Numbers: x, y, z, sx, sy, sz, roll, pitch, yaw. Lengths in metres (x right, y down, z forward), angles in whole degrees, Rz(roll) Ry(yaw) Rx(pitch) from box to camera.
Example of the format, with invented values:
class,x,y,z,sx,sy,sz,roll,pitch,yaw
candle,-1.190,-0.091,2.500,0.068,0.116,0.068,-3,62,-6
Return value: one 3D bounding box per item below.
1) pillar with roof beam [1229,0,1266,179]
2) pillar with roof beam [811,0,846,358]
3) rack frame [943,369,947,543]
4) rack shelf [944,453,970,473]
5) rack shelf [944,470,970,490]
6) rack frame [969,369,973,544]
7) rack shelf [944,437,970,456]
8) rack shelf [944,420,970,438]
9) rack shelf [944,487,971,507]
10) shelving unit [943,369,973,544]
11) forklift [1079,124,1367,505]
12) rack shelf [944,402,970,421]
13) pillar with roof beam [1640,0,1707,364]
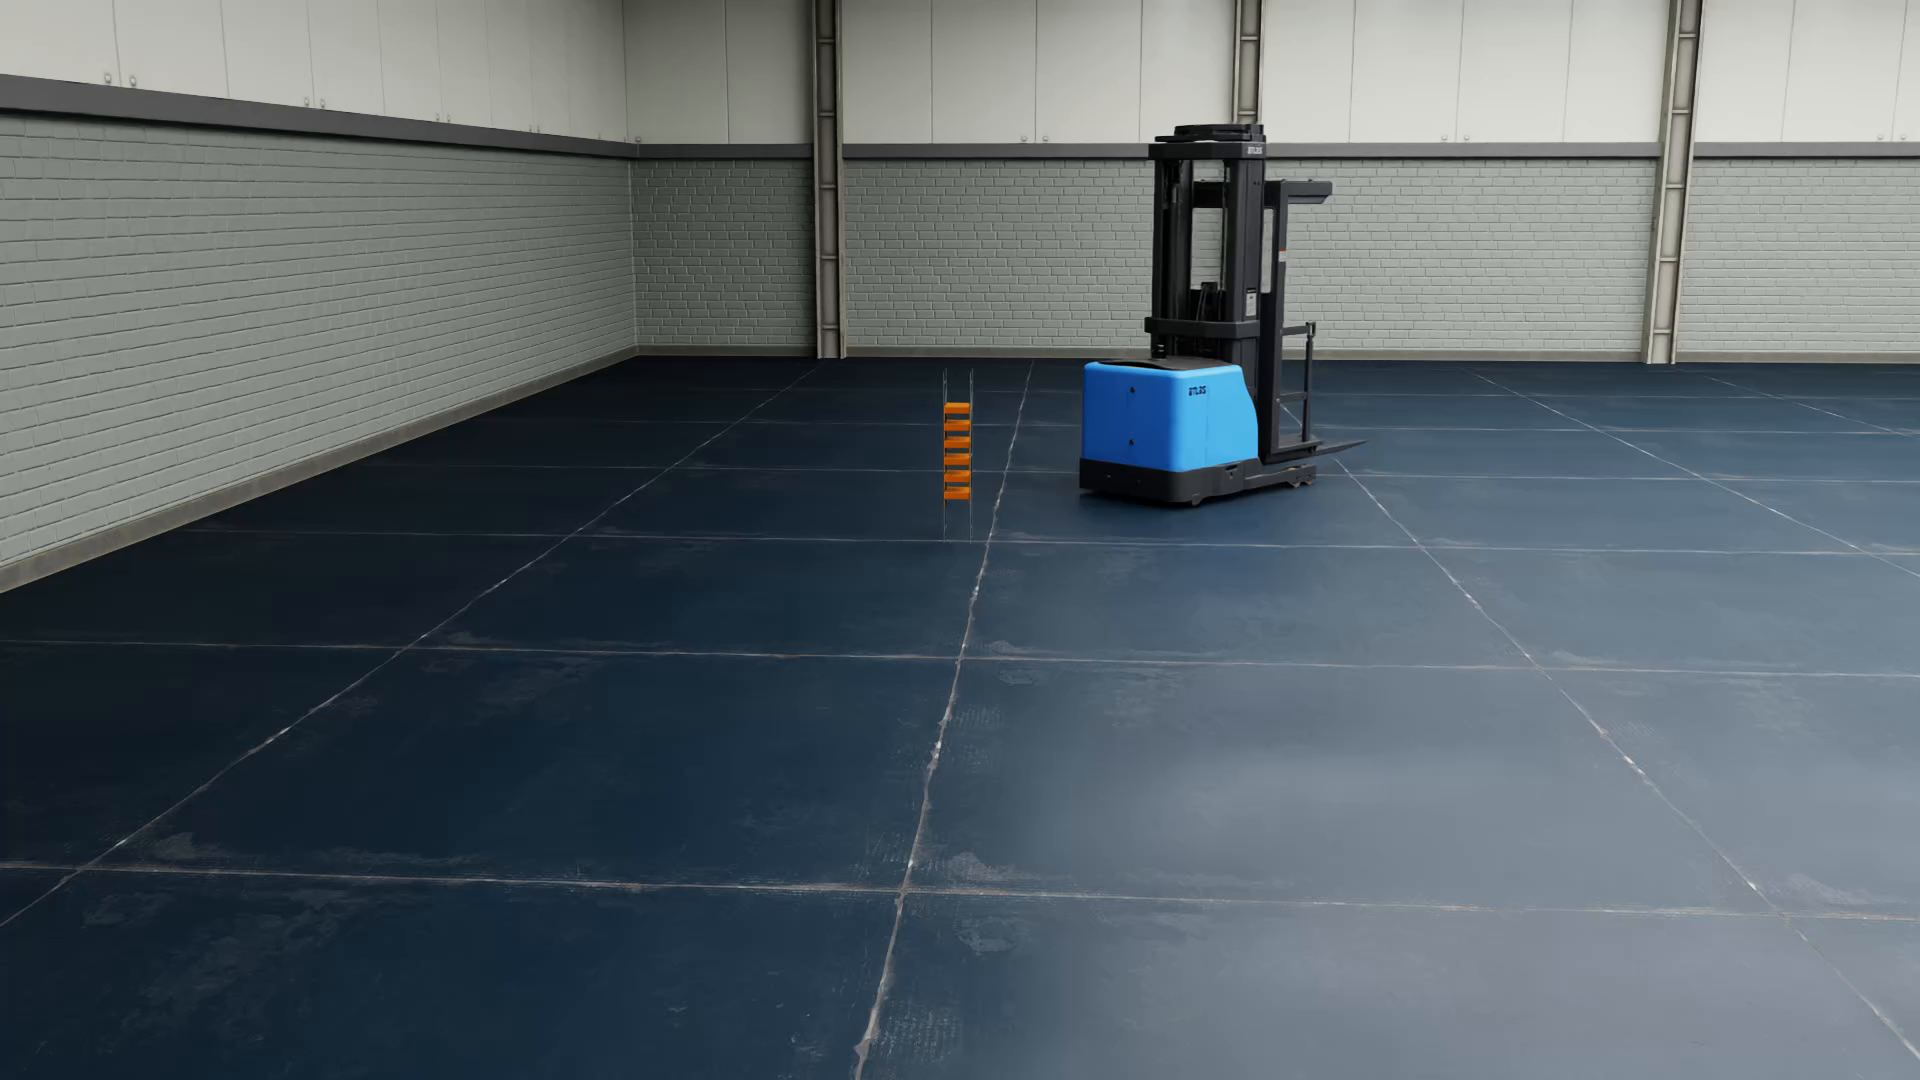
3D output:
class,x,y,z,sx,sy,sz,roll,pitch,yaw
pillar with roof beam,3.791,-6.166,19.267,0.400,9.000,9.100,1,12,4
pillar with roof beam,-2.196,-6.248,19.659,0.400,9.000,9.100,1,12,4
rack frame,-0.106,-0.589,11.652,0.006,1.200,0.240,1,12,4
rack shelf,-0.014,-0.544,11.655,0.180,0.103,0.258,1,12,4
rack shelf,-0.014,-0.427,11.680,0.180,0.103,0.258,1,12,4
rack frame,0.077,-0.586,11.640,0.006,1.200,0.240,1,12,4
rack shelf,-0.014,-0.661,11.631,0.180,0.103,0.258,1,12,4
rack shelf,-0.014,-0.779,11.606,0.180,0.103,0.258,1,12,4
rack shelf,-0.014,-0.309,11.704,0.180,0.103,0.258,1,12,4
shelving unit,-0.014,-0.587,11.646,0.189,1.200,0.258,1,12,4
forklift,2.362,-1.939,13.880,1.130,2.935,3.031,11,16,44
rack shelf,-0.014,-0.896,11.582,0.180,0.103,0.258,1,12,4
pillar with roof beam,9.777,-6.084,18.874,0.400,9.000,9.100,1,12,4
